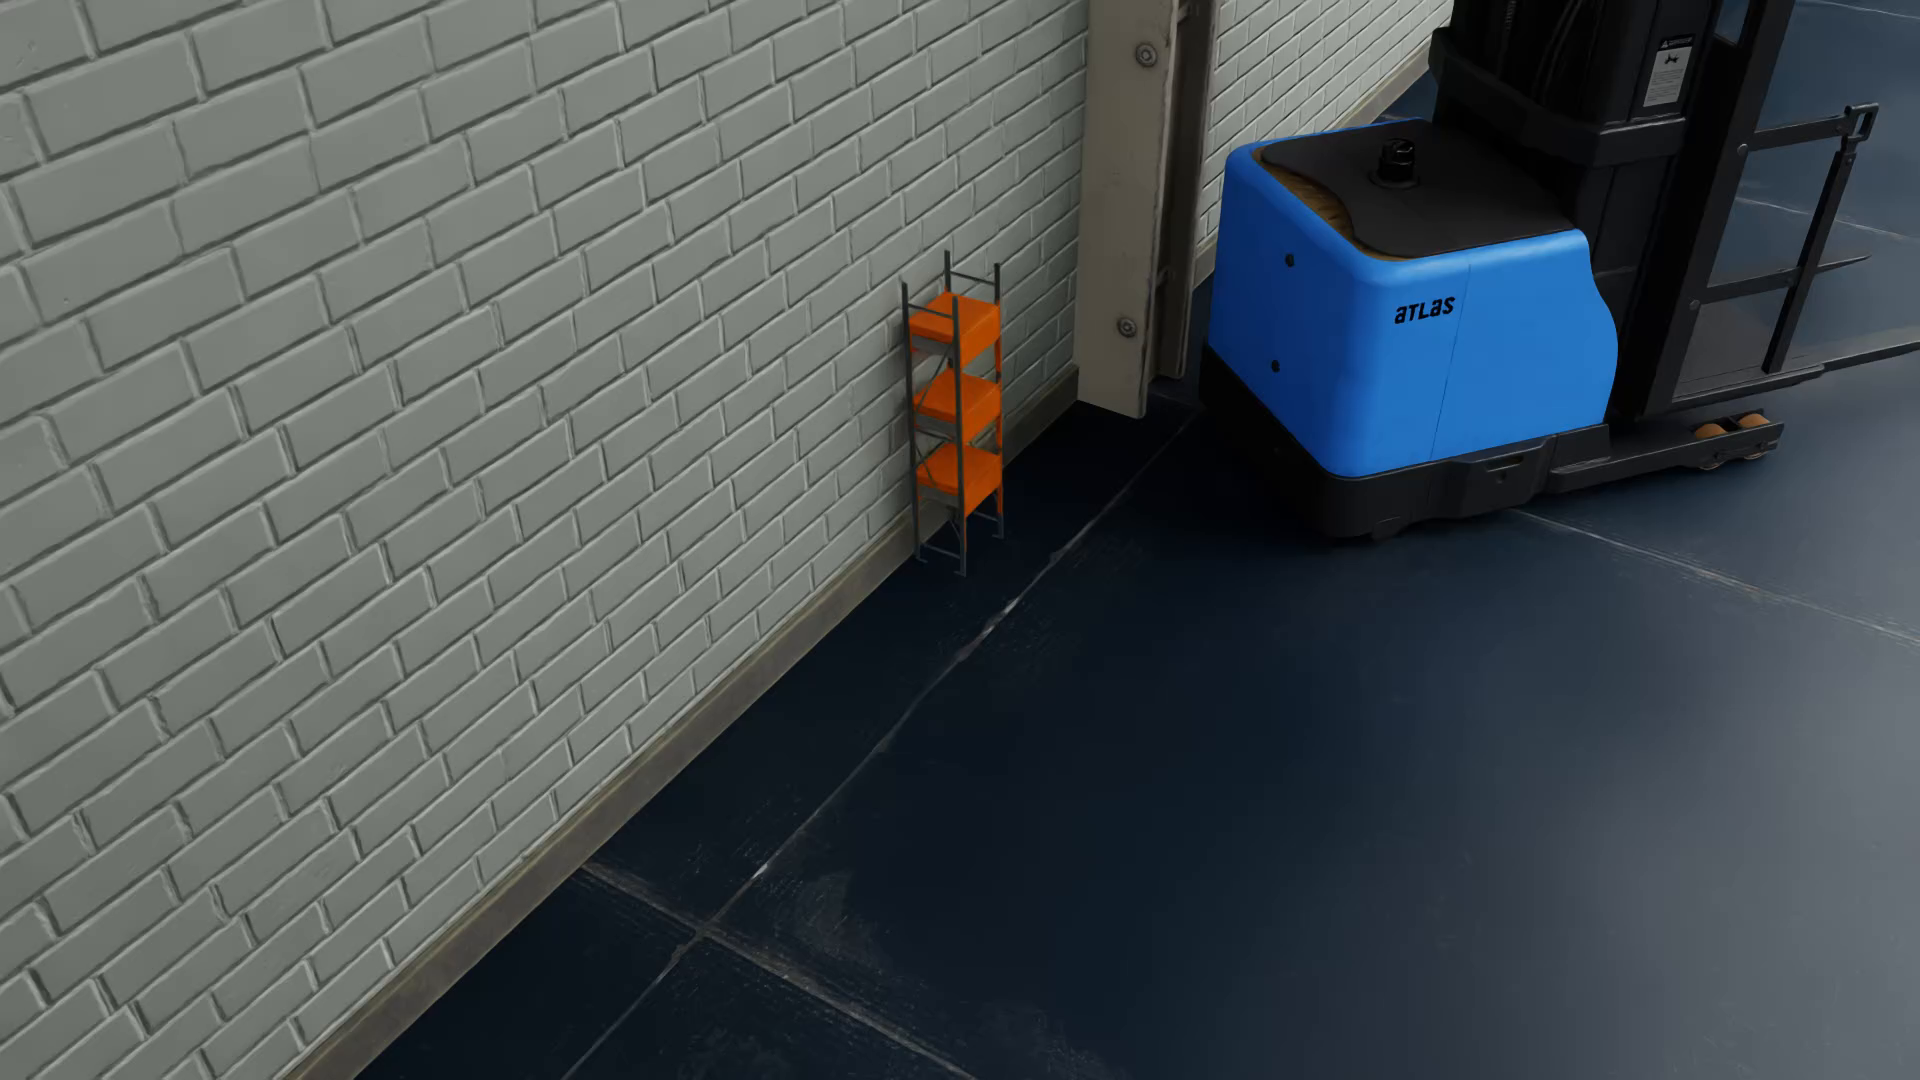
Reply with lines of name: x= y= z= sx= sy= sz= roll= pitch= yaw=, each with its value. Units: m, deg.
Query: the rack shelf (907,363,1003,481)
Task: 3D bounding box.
rack shelf: x=-0.014 y=-0.384 z=5.396 sx=0.215 sy=0.259 sz=0.240 roll=19 pitch=41 yaw=26

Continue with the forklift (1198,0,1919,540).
forklift: x=2.480 y=-1.708 z=5.565 sx=3.031 sy=2.935 sz=1.130 roll=-12 pitch=39 yaw=-16

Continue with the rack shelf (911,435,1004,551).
rack shelf: x=-0.007 y=-0.160 z=5.561 sx=0.215 sy=0.259 sz=0.240 roll=19 pitch=41 yaw=26

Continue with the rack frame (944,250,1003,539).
rack frame: x=0.050 y=-0.455 z=5.472 sx=0.200 sy=1.050 sz=0.008 roll=19 pitch=41 yaw=26

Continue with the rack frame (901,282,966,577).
rack frame: x=-0.078 y=-0.329 z=5.307 sx=0.200 sy=1.050 sz=0.008 roll=19 pitch=41 yaw=26

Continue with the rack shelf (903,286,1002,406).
rack shelf: x=-0.021 y=-0.612 z=5.228 sx=0.215 sy=0.259 sz=0.240 roll=19 pitch=41 yaw=26

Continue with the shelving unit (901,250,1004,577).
shelving unit: x=-0.014 y=-0.392 z=5.390 sx=0.215 sy=1.050 sz=0.252 roll=19 pitch=41 yaw=26

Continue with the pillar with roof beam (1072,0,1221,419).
pillar with roof beam: x=4.296 y=-2.768 z=1.969 sx=9.100 sy=9.000 sz=0.400 roll=21 pitch=42 yaw=25
